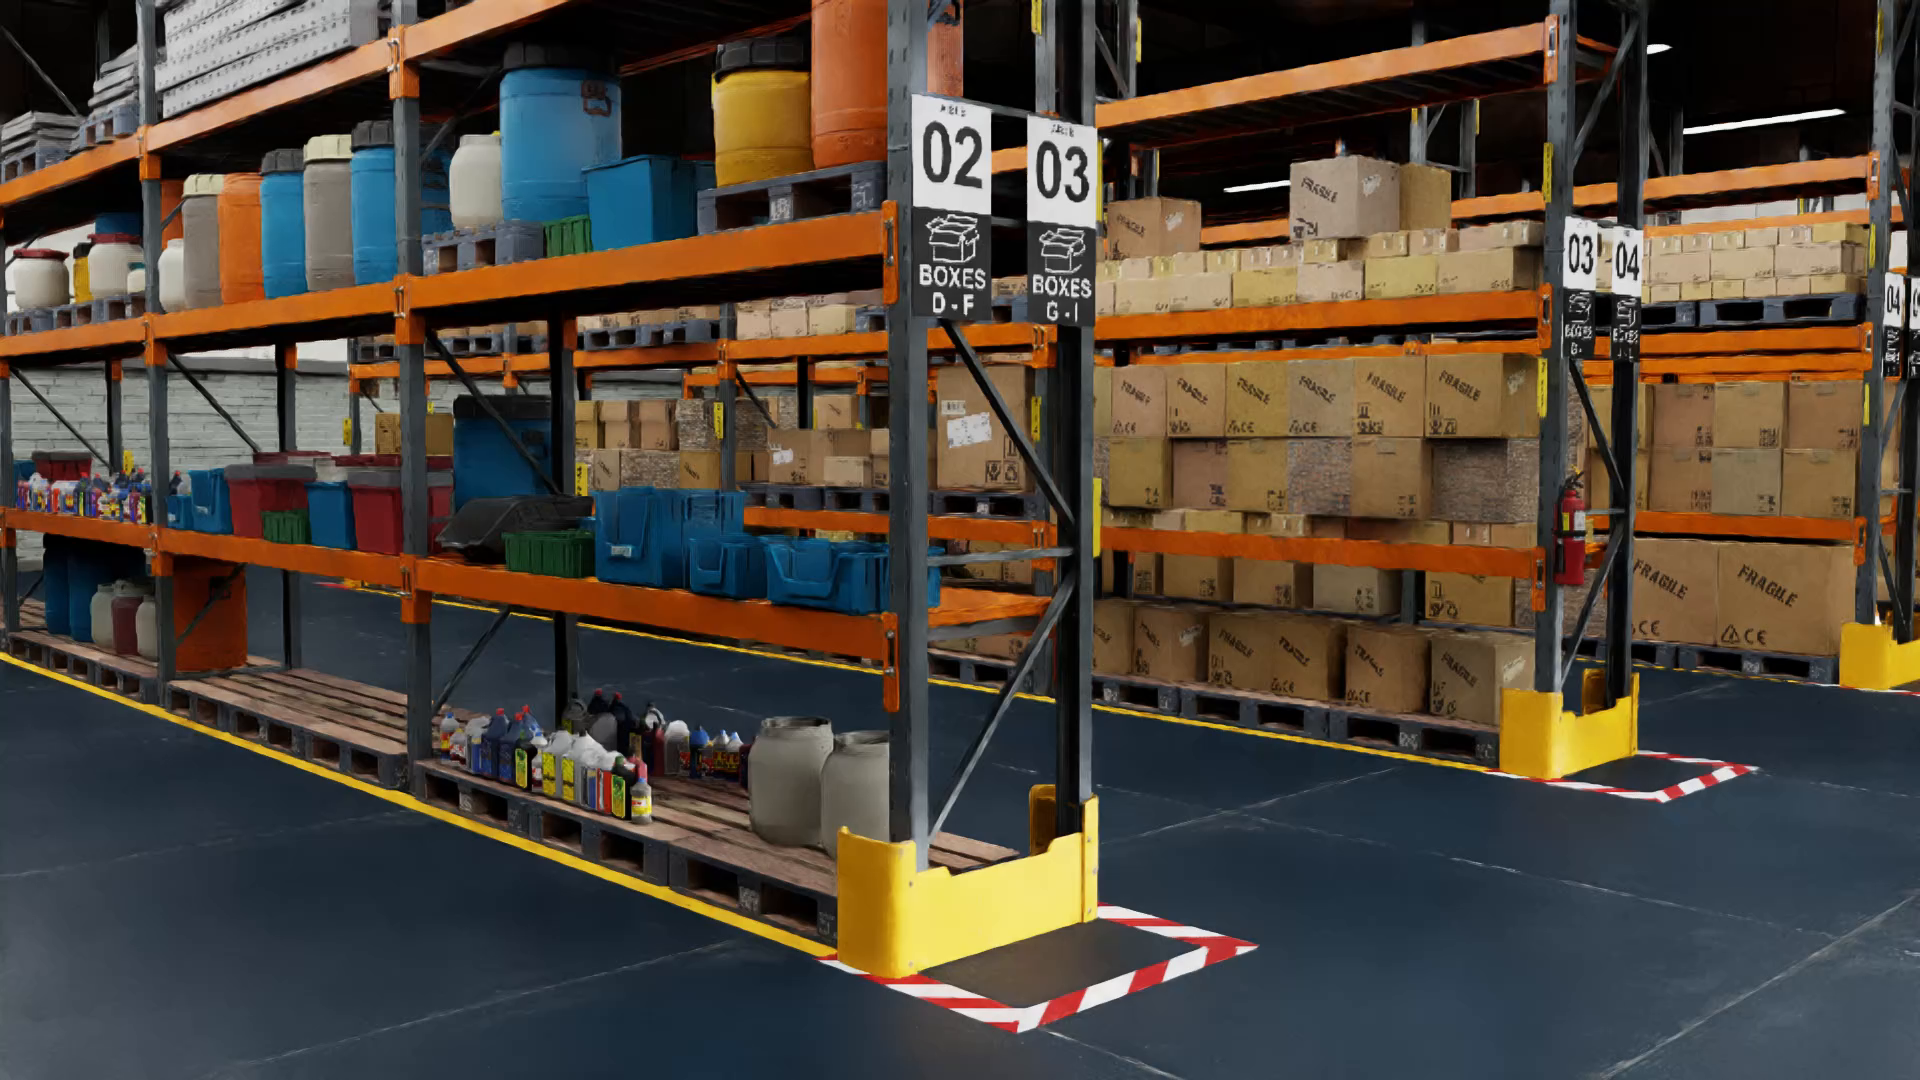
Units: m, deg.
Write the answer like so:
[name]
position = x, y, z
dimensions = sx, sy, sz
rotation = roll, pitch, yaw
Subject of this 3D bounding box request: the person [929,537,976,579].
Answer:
[person]
position = -0.121, -0.021, 17.381
dimensions = 0.632, 1.734, 0.713
rotation = 3, 5, 36
